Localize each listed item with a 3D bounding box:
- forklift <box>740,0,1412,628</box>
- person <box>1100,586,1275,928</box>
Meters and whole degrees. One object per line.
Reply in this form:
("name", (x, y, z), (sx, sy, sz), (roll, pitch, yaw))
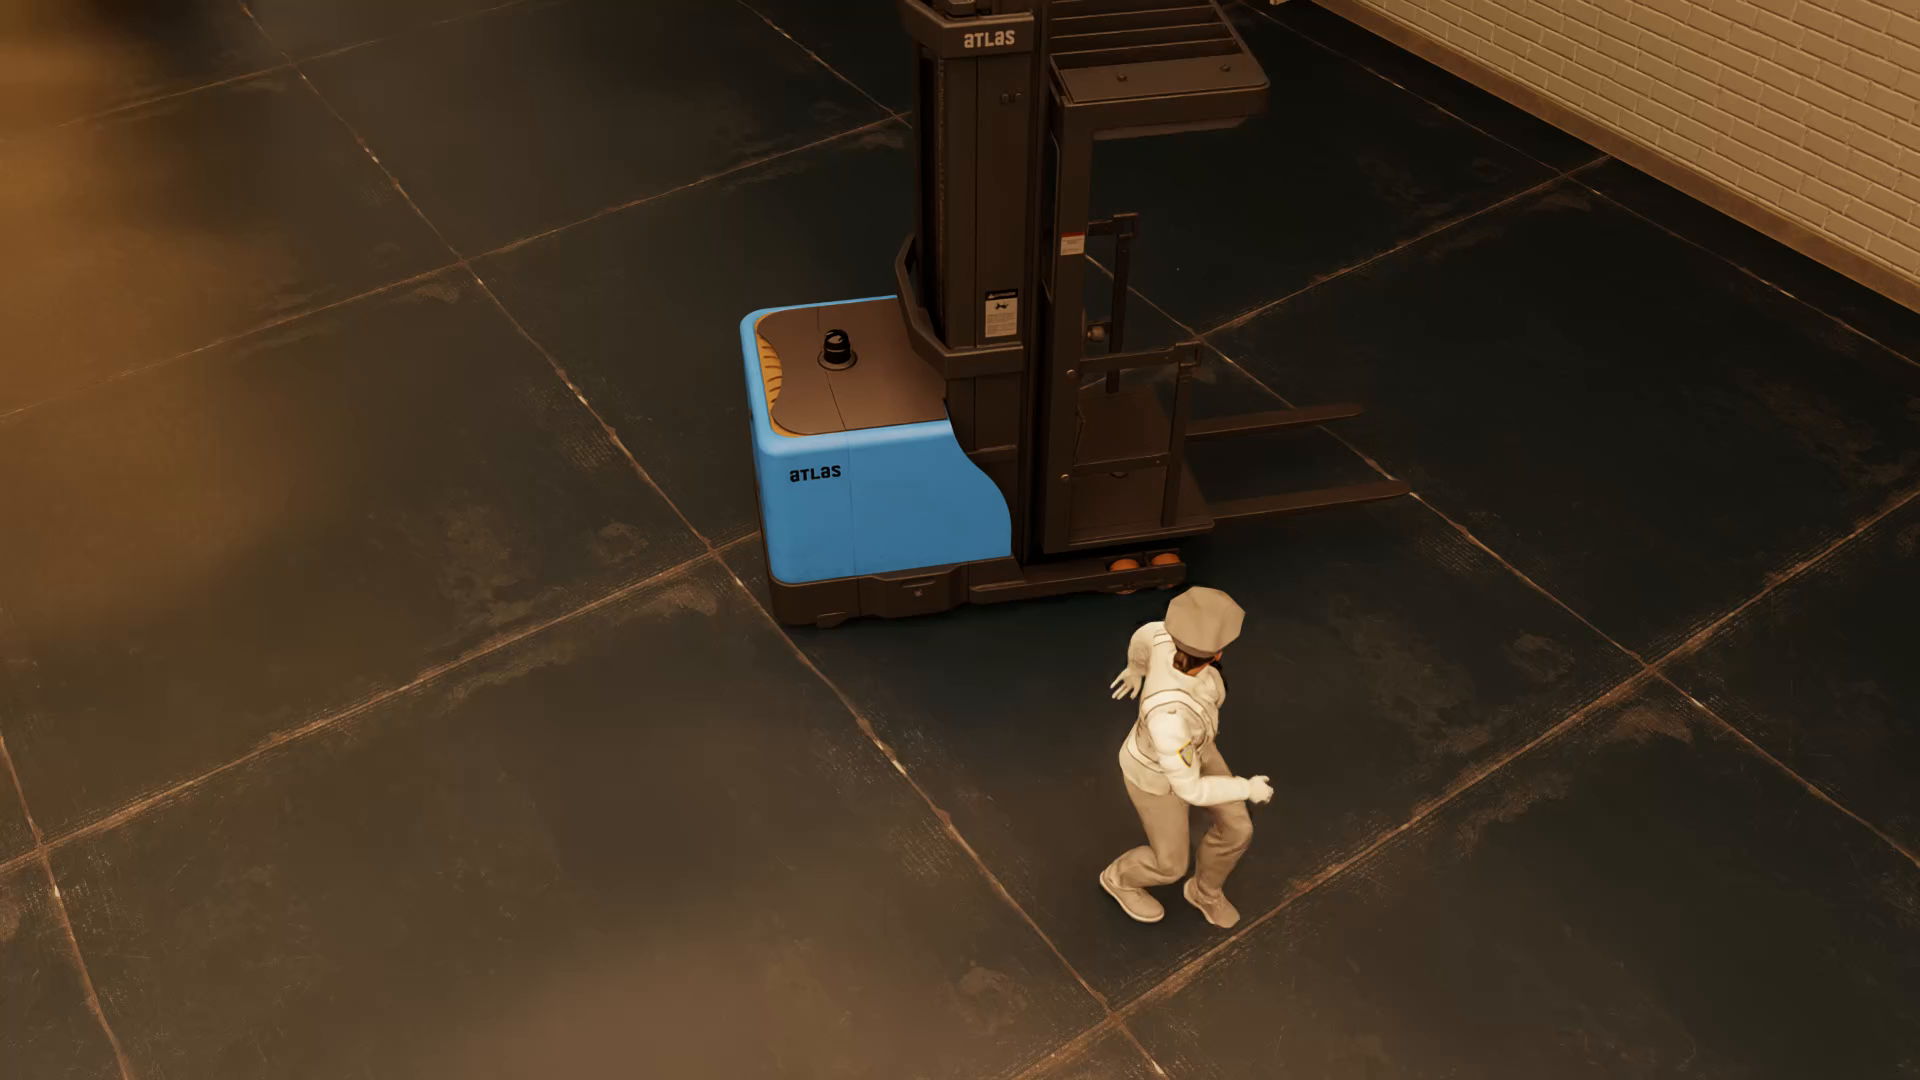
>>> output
("forklift", (0.575, -1.177, 6.992), (3.031, 2.935, 1.130), (-7, 43, -8))
("person", (0.750, 0.815, 5.860), (0.734, 1.662, 0.577), (23, 47, 23))
